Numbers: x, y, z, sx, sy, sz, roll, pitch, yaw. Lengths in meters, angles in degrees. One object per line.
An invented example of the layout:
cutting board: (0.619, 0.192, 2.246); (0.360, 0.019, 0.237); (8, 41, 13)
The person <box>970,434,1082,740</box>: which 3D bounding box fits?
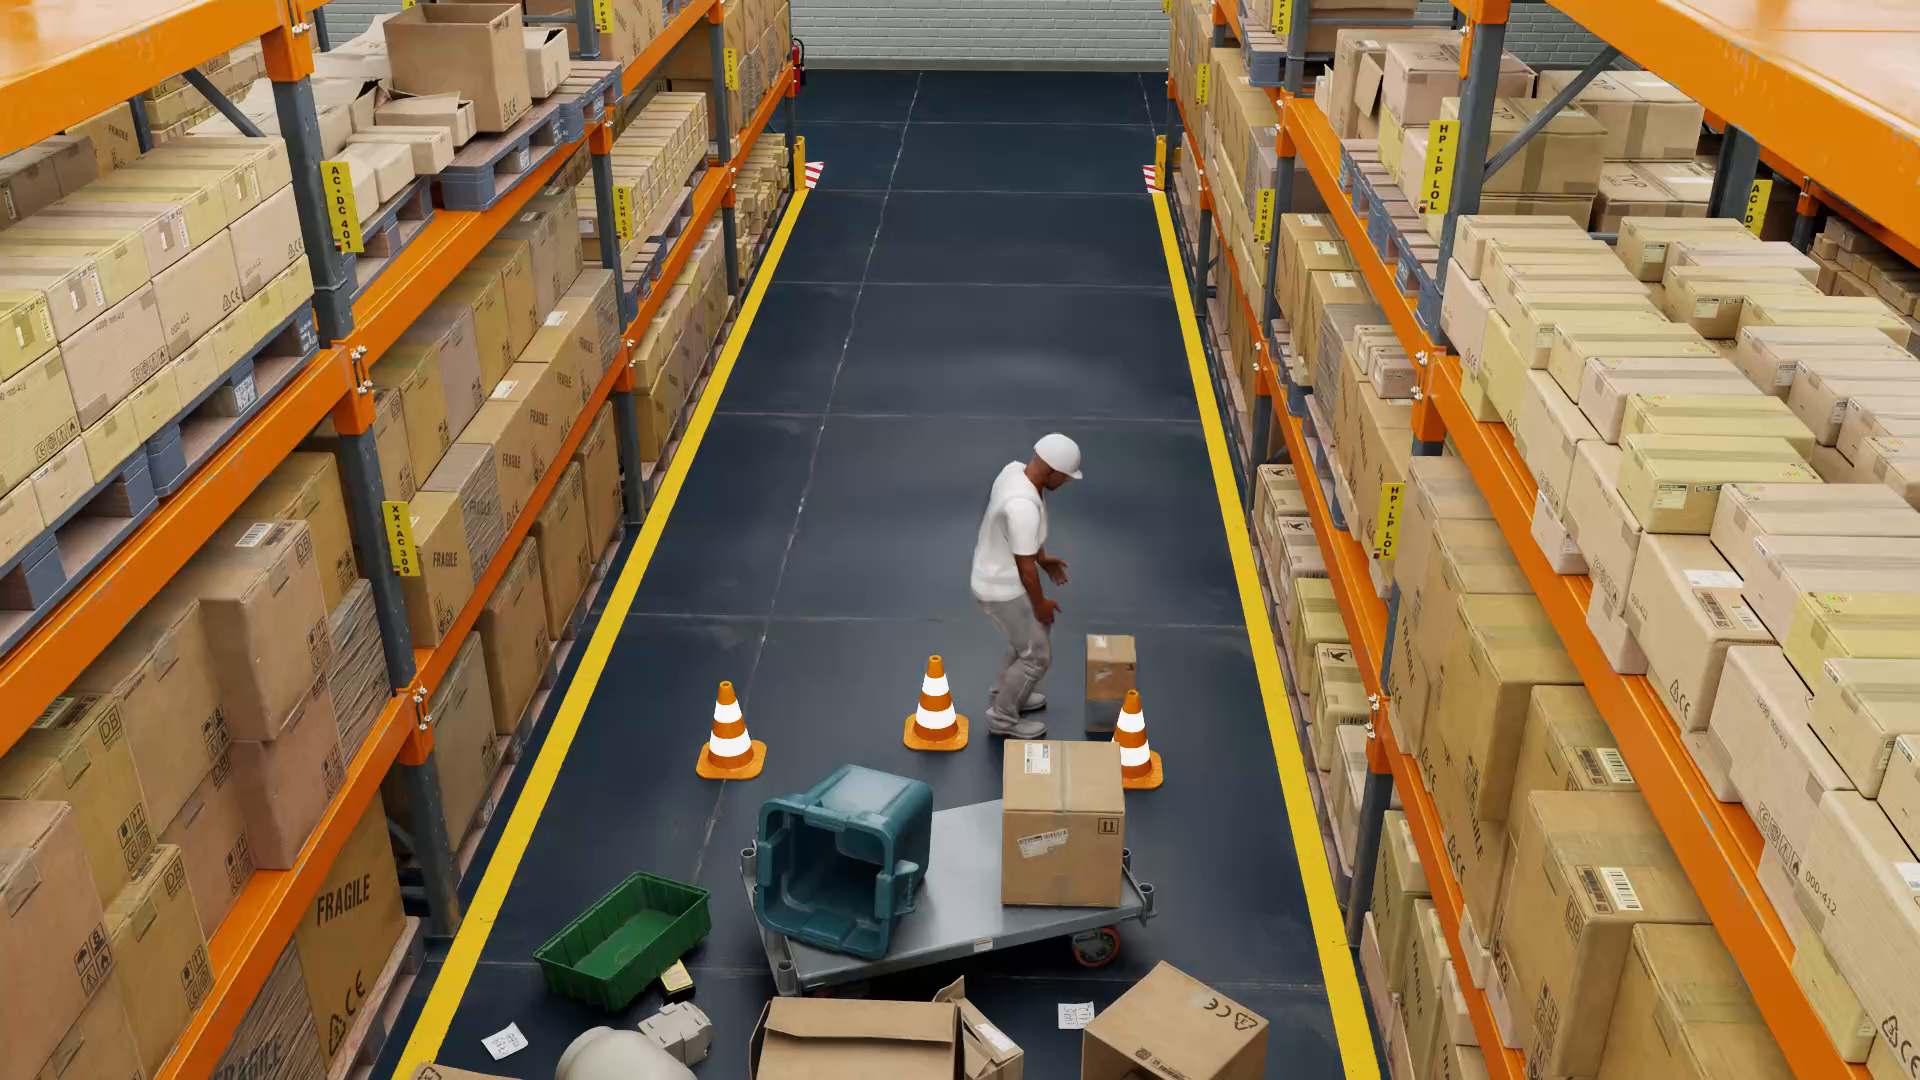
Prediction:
person: (0.332, 0.209, 8.558); (0.554, 1.651, 0.610); (2, 28, 3)
